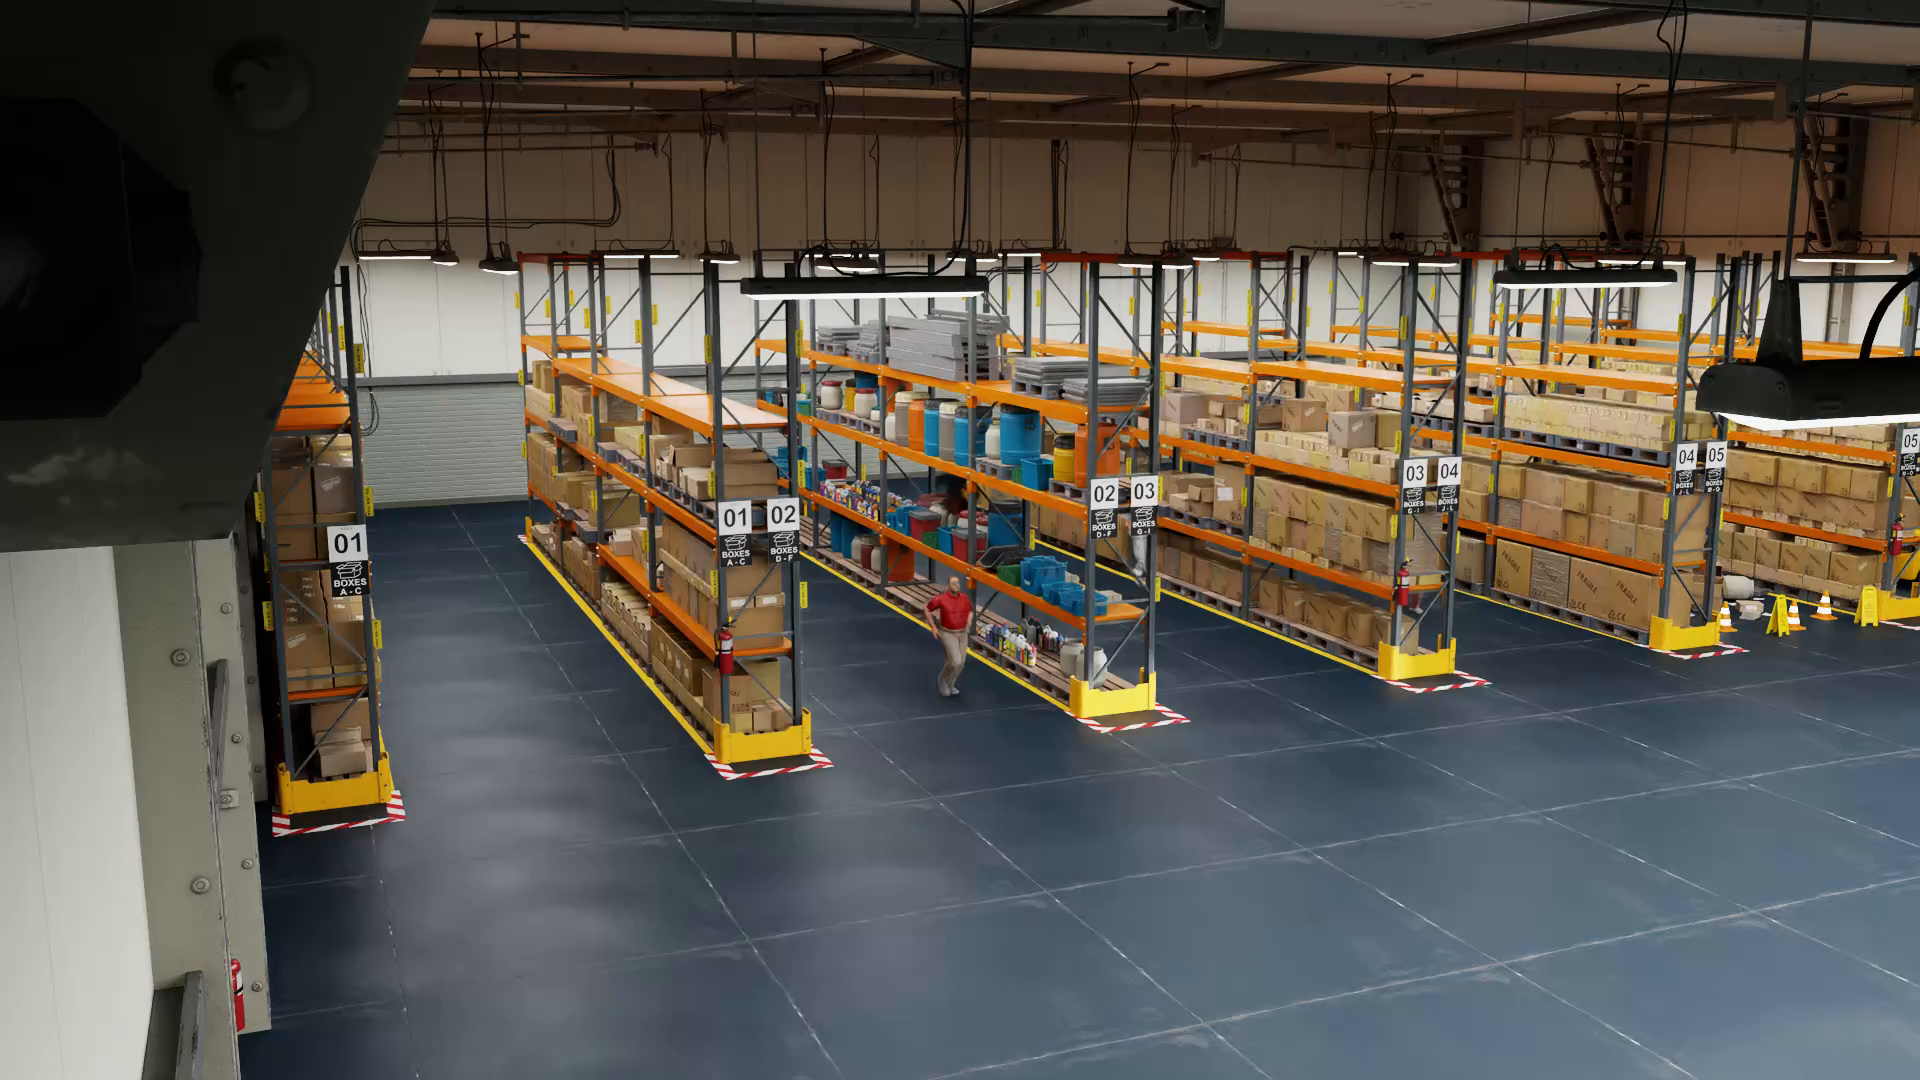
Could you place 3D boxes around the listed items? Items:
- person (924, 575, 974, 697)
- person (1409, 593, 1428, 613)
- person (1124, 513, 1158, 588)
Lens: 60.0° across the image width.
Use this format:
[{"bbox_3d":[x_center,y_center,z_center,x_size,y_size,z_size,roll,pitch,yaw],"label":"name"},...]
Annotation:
[{"bbox_3d":[-0.073,1.339,22.970,0.647,1.698,0.659,-7,12,-32],"label":"person"},{"bbox_3d":[7.820,0.433,28.152,0.574,1.631,0.539,-6,12,-30],"label":"person"},{"bbox_3d":[3.176,-0.030,28.719,0.649,1.755,0.566,-5,12,-27],"label":"person"}]
